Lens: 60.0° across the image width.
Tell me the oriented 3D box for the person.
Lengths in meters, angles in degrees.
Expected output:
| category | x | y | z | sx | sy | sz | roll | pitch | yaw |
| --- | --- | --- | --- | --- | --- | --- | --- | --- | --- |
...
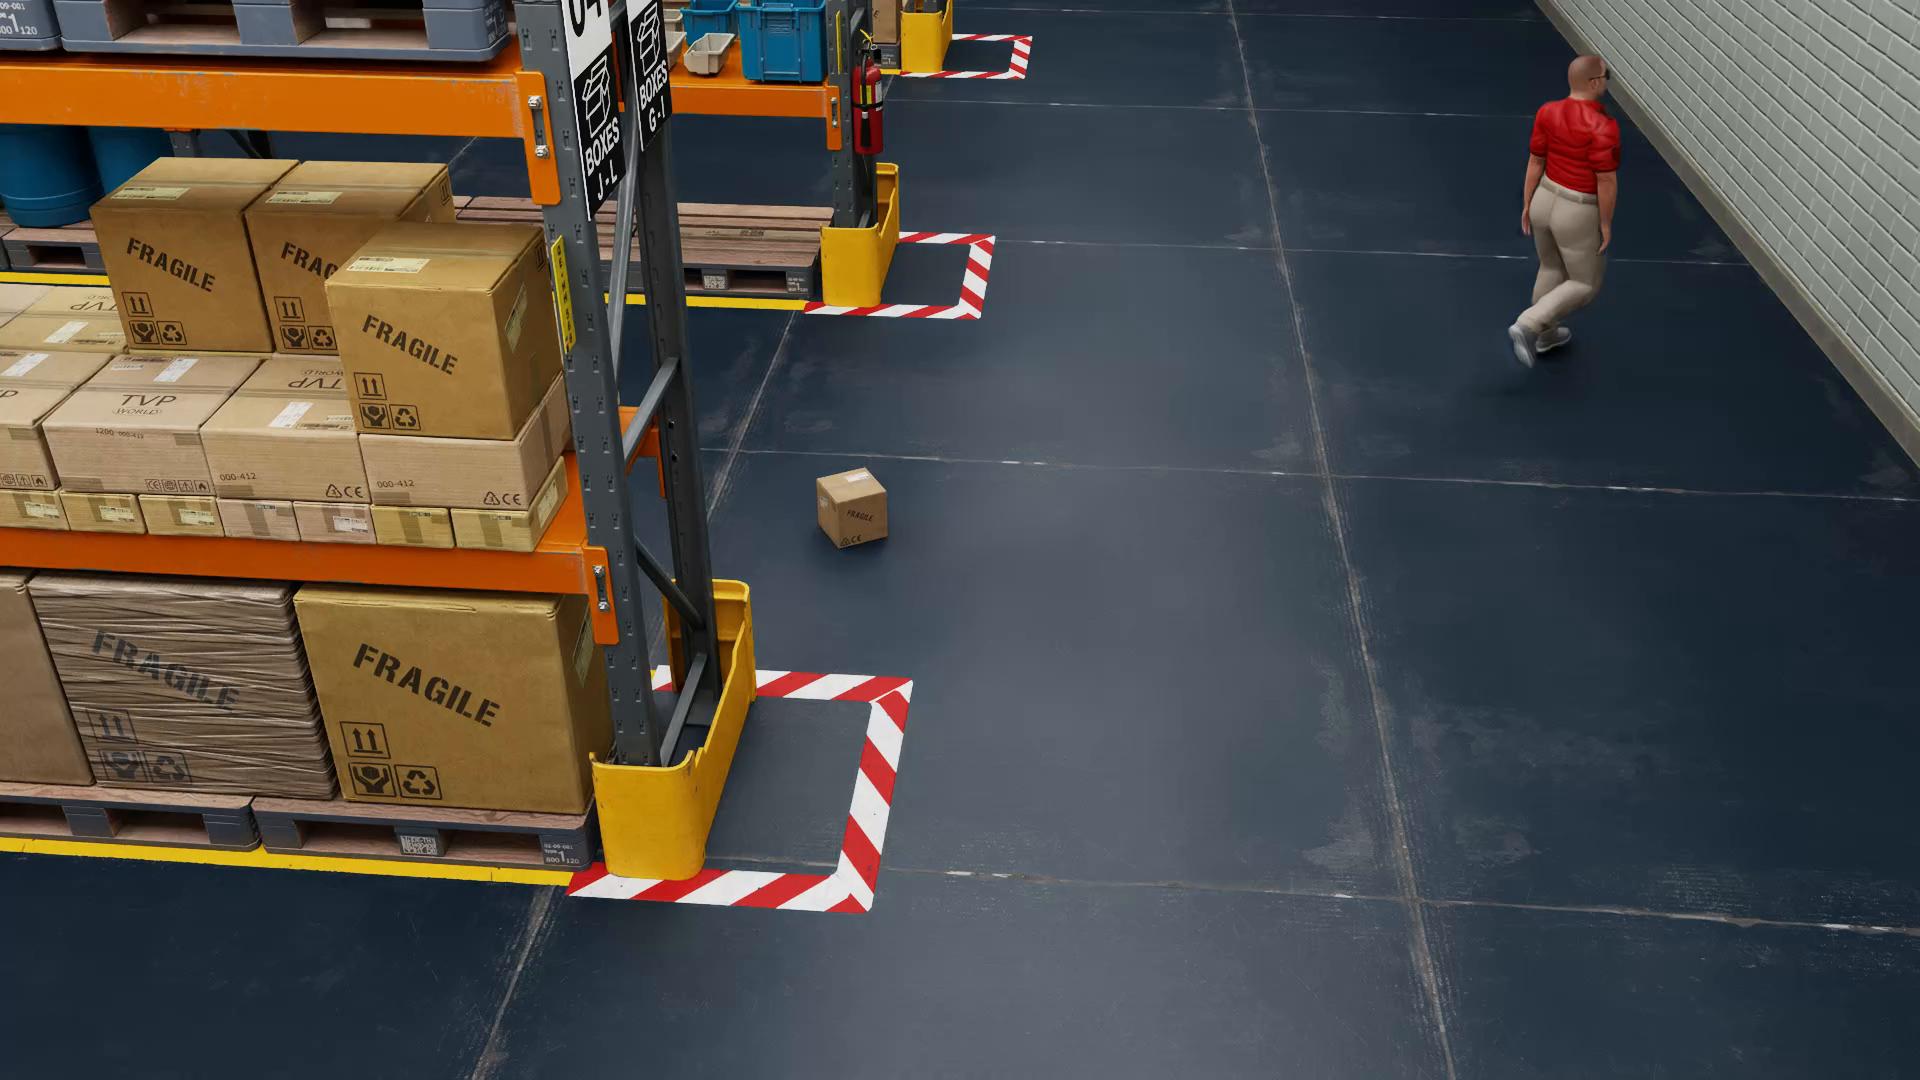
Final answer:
| category | x | y | z | sx | sy | sz | roll | pitch | yaw |
| --- | --- | --- | --- | --- | --- | --- | --- | --- | --- |
| person | 3.251 | -1.748 | 8.939 | 0.735 | 1.697 | 0.551 | -18 | 36 | -26 |
